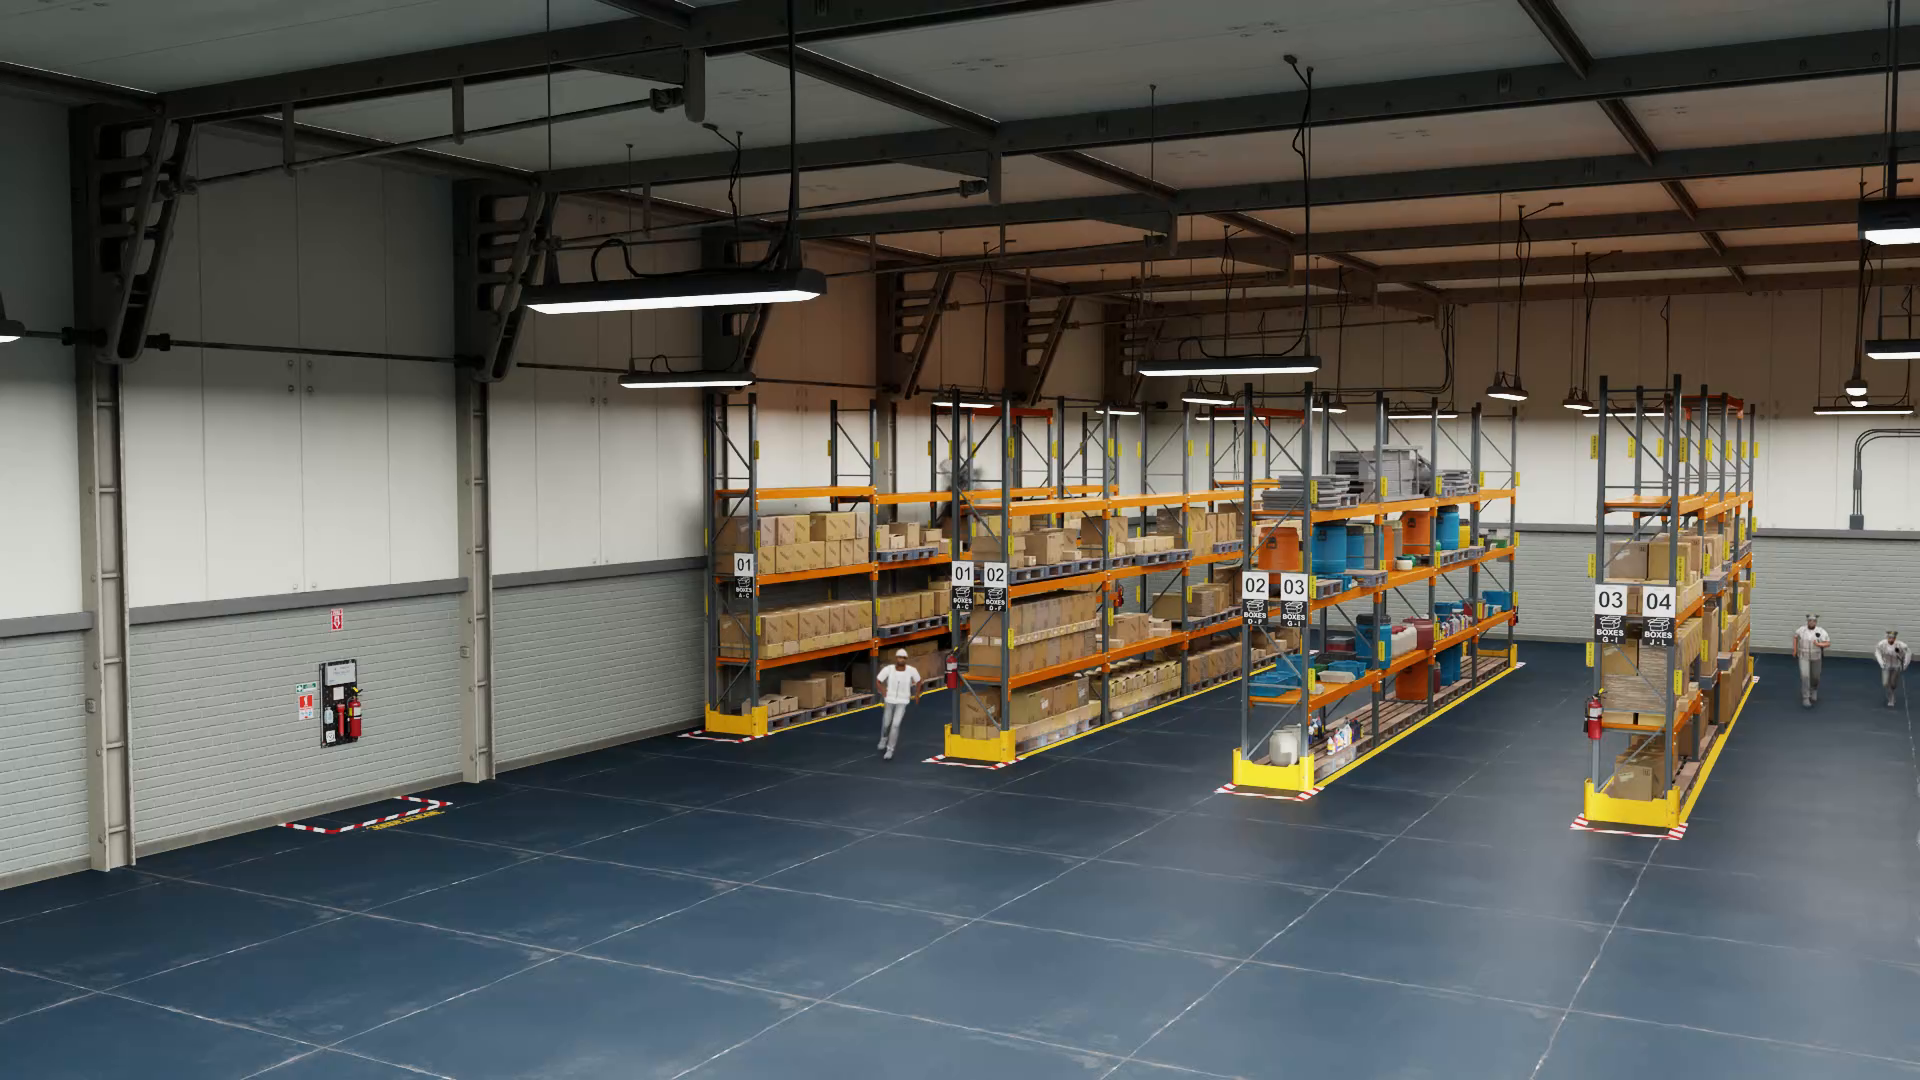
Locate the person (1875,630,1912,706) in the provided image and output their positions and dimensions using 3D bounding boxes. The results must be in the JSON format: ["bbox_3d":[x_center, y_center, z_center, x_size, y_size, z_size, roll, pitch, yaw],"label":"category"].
[{"bbox_3d":[18.326,2.506,32.637,0.630,1.528,0.882,2,4,36],"label":"person"}]

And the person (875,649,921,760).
[{"bbox_3d":[-1.023,2.650,27.160,0.761,1.738,0.971,0,3,2],"label":"person"}]

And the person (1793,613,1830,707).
[{"bbox_3d":[16.728,2.326,32.685,0.652,1.792,0.934,2,3,27],"label":"person"}]
